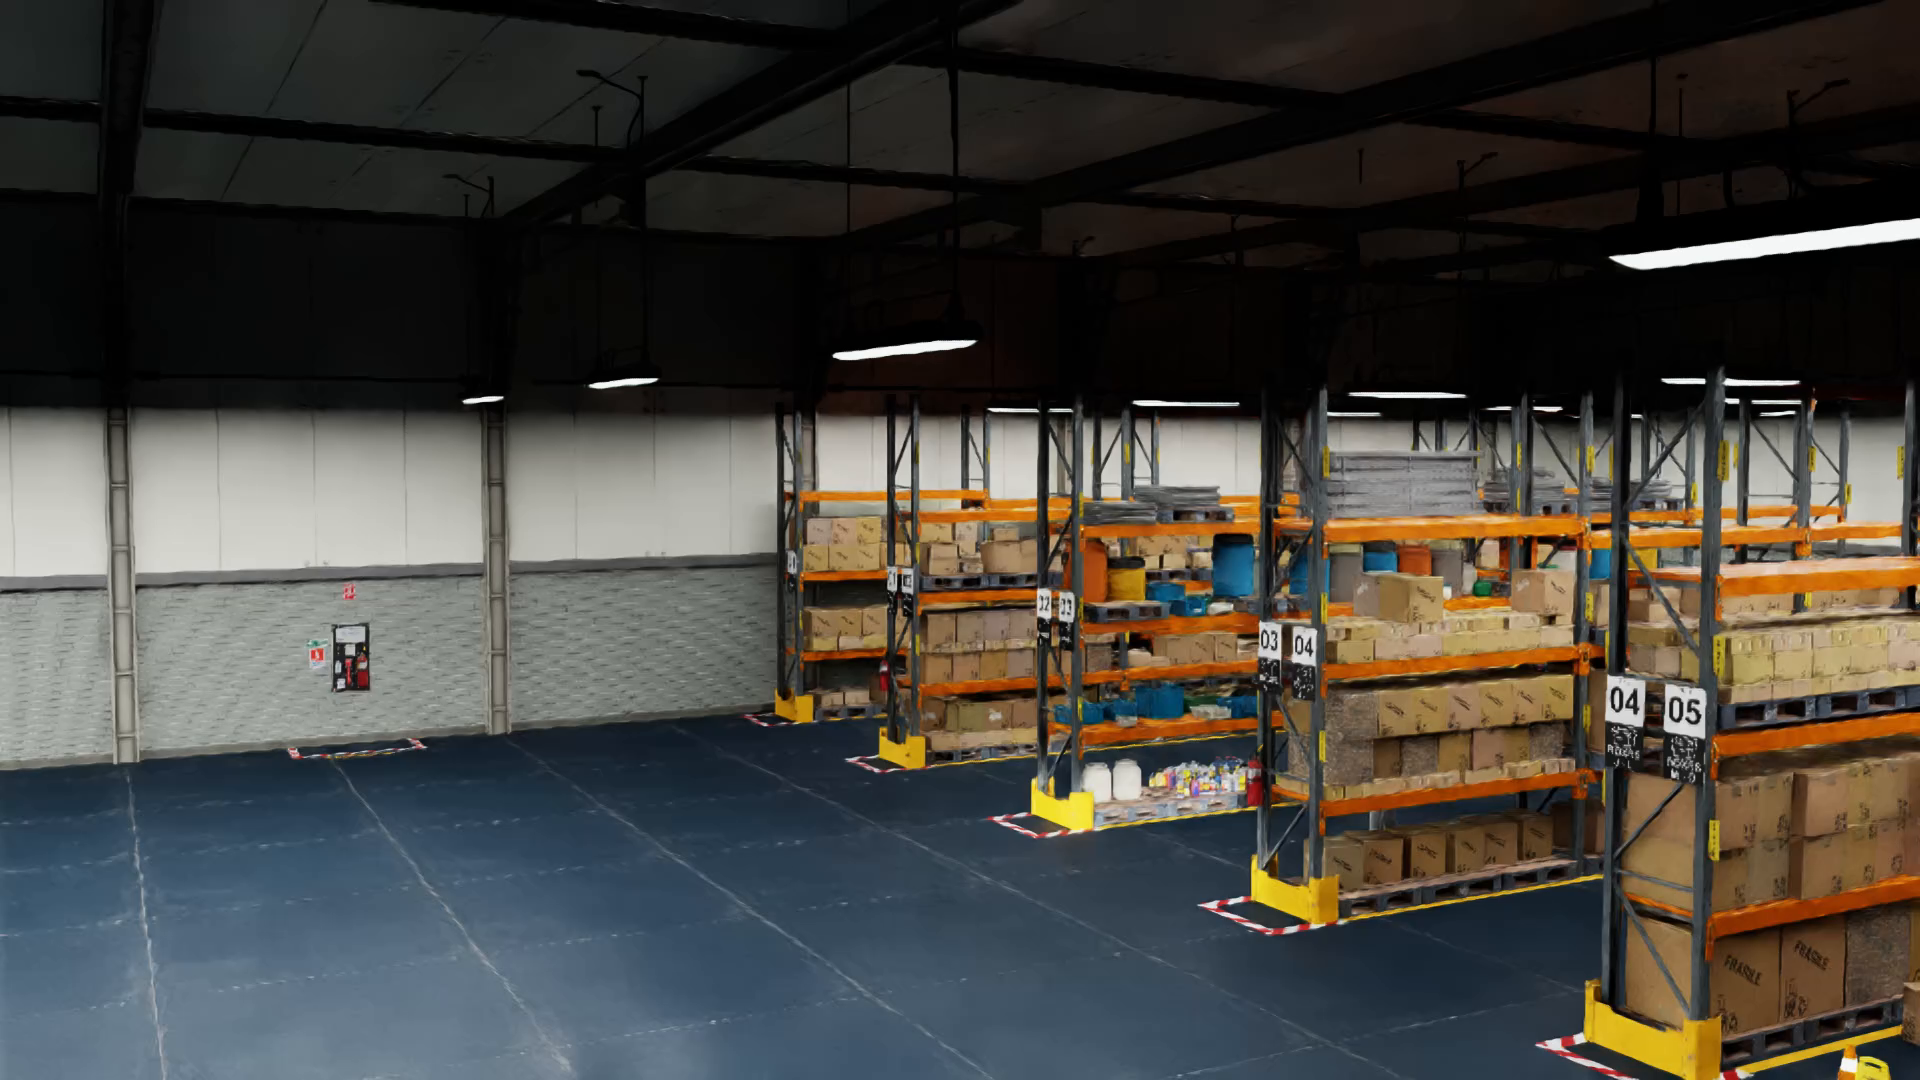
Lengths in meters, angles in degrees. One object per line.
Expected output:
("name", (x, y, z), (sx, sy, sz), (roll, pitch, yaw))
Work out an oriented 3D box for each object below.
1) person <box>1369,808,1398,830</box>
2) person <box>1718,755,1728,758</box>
("person", (5.514, 3.101, 21.435), (0.441, 1.675, 0.496), (2, 4, 31))
("person", (8.925, 3.260, 19.393), (0.999, 1.596, 0.461), (-2, 4, -29))
